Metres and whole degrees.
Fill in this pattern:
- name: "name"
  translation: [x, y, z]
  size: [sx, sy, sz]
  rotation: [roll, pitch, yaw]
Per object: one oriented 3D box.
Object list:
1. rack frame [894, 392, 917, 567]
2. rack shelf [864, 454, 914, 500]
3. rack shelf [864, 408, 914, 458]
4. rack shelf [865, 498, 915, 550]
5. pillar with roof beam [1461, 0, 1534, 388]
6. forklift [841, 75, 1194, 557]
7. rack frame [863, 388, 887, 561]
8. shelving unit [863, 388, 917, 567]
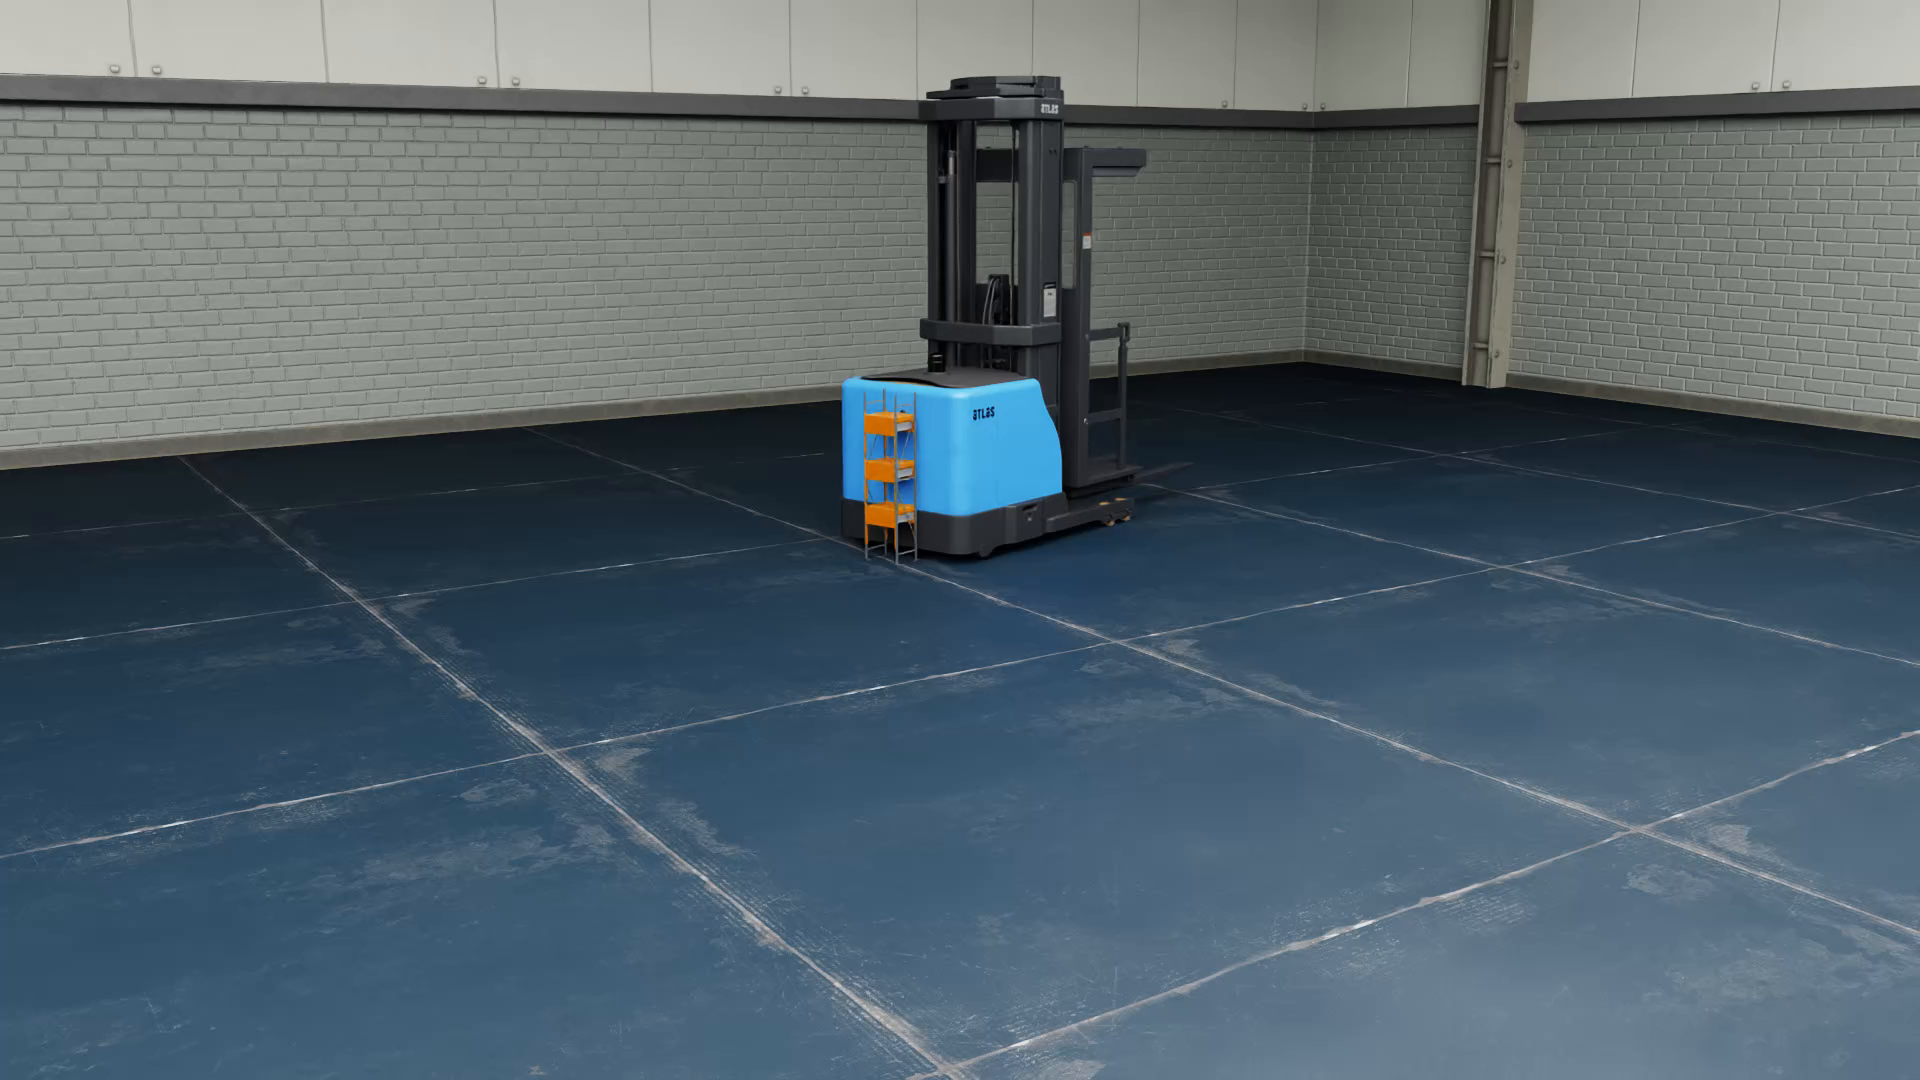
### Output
- name: "rack frame"
  translation: [-0.327, -0.367, 10.085]
  size: [0.008, 1.050, 0.200]
  rotation: [9, 15, 37]
- name: "rack shelf"
  translation: [-0.424, -0.373, 10.160]
  size: [0.240, 0.259, 0.215]
  rotation: [9, 15, 37]
- name: "rack shelf"
  translation: [-0.424, -0.650, 10.099]
  size: [0.240, 0.259, 0.215]
  rotation: [9, 15, 37]
- name: "rack shelf"
  translation: [-0.424, -0.102, 10.219]
  size: [0.240, 0.259, 0.215]
  rotation: [9, 15, 37]
- name: "pillar with roof beam"
  translation: [2.364, -5.639, 15.582]
  size: [9.100, 9.000, 0.400]
  rotation: [-8, 15, -33]
- name: "forklift"
  translation: [0.548, -1.584, 11.243]
  size: [1.130, 2.935, 3.031]
  rotation: [10, 16, 38]
- name: "rack frame"
  translation: [-0.520, -0.399, 10.231]
  size: [0.008, 1.050, 0.200]
  rotation: [9, 15, 37]
- name: "shelving unit"
  translation: [-0.424, -0.383, 10.158]
  size: [0.252, 1.050, 0.215]
  rotation: [9, 15, 37]
